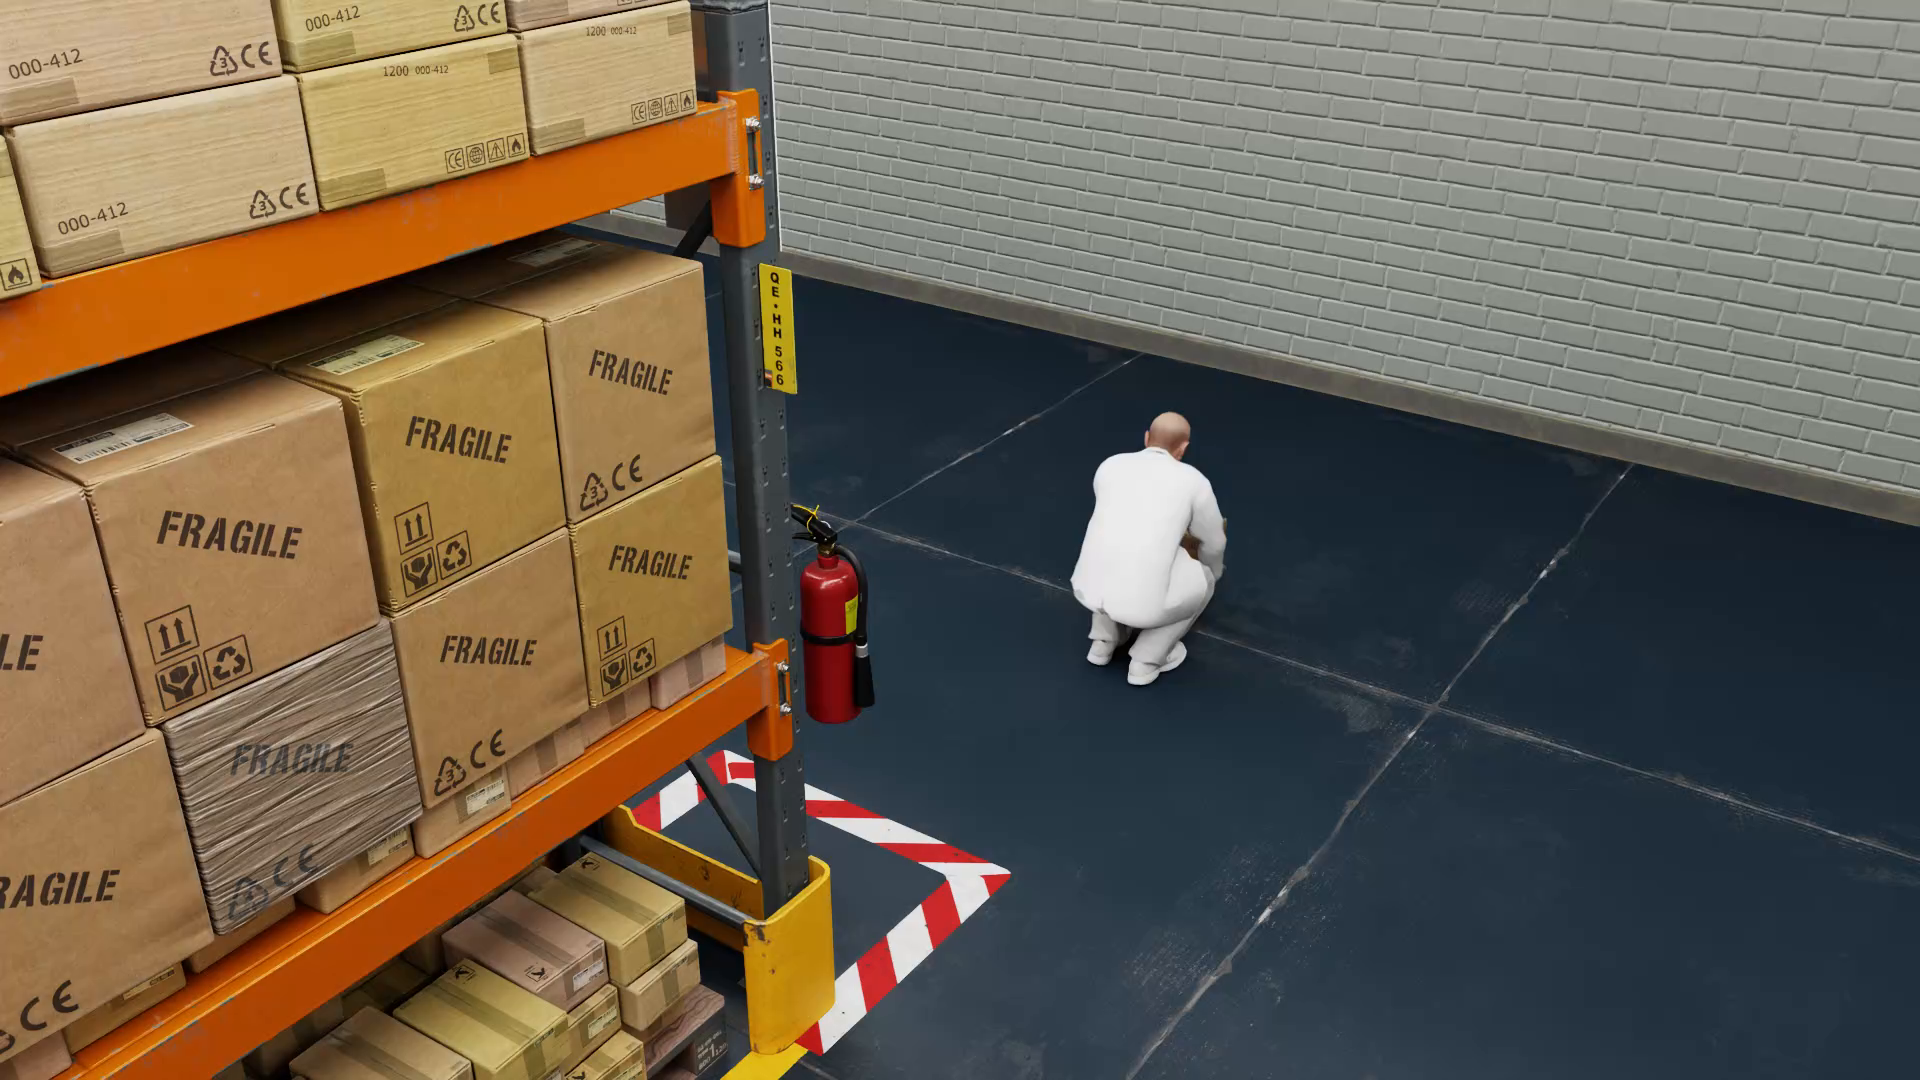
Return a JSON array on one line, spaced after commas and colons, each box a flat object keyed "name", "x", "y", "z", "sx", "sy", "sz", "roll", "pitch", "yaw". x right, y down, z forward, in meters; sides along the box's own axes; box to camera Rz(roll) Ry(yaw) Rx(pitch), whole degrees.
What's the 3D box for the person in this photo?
[{"name": "person", "x": 0.807, "y": 0.008, "z": 6.995, "sx": 0.590, "sy": 0.999, "sz": 0.911, "roll": 17, "pitch": 31, "yaw": 30}]
